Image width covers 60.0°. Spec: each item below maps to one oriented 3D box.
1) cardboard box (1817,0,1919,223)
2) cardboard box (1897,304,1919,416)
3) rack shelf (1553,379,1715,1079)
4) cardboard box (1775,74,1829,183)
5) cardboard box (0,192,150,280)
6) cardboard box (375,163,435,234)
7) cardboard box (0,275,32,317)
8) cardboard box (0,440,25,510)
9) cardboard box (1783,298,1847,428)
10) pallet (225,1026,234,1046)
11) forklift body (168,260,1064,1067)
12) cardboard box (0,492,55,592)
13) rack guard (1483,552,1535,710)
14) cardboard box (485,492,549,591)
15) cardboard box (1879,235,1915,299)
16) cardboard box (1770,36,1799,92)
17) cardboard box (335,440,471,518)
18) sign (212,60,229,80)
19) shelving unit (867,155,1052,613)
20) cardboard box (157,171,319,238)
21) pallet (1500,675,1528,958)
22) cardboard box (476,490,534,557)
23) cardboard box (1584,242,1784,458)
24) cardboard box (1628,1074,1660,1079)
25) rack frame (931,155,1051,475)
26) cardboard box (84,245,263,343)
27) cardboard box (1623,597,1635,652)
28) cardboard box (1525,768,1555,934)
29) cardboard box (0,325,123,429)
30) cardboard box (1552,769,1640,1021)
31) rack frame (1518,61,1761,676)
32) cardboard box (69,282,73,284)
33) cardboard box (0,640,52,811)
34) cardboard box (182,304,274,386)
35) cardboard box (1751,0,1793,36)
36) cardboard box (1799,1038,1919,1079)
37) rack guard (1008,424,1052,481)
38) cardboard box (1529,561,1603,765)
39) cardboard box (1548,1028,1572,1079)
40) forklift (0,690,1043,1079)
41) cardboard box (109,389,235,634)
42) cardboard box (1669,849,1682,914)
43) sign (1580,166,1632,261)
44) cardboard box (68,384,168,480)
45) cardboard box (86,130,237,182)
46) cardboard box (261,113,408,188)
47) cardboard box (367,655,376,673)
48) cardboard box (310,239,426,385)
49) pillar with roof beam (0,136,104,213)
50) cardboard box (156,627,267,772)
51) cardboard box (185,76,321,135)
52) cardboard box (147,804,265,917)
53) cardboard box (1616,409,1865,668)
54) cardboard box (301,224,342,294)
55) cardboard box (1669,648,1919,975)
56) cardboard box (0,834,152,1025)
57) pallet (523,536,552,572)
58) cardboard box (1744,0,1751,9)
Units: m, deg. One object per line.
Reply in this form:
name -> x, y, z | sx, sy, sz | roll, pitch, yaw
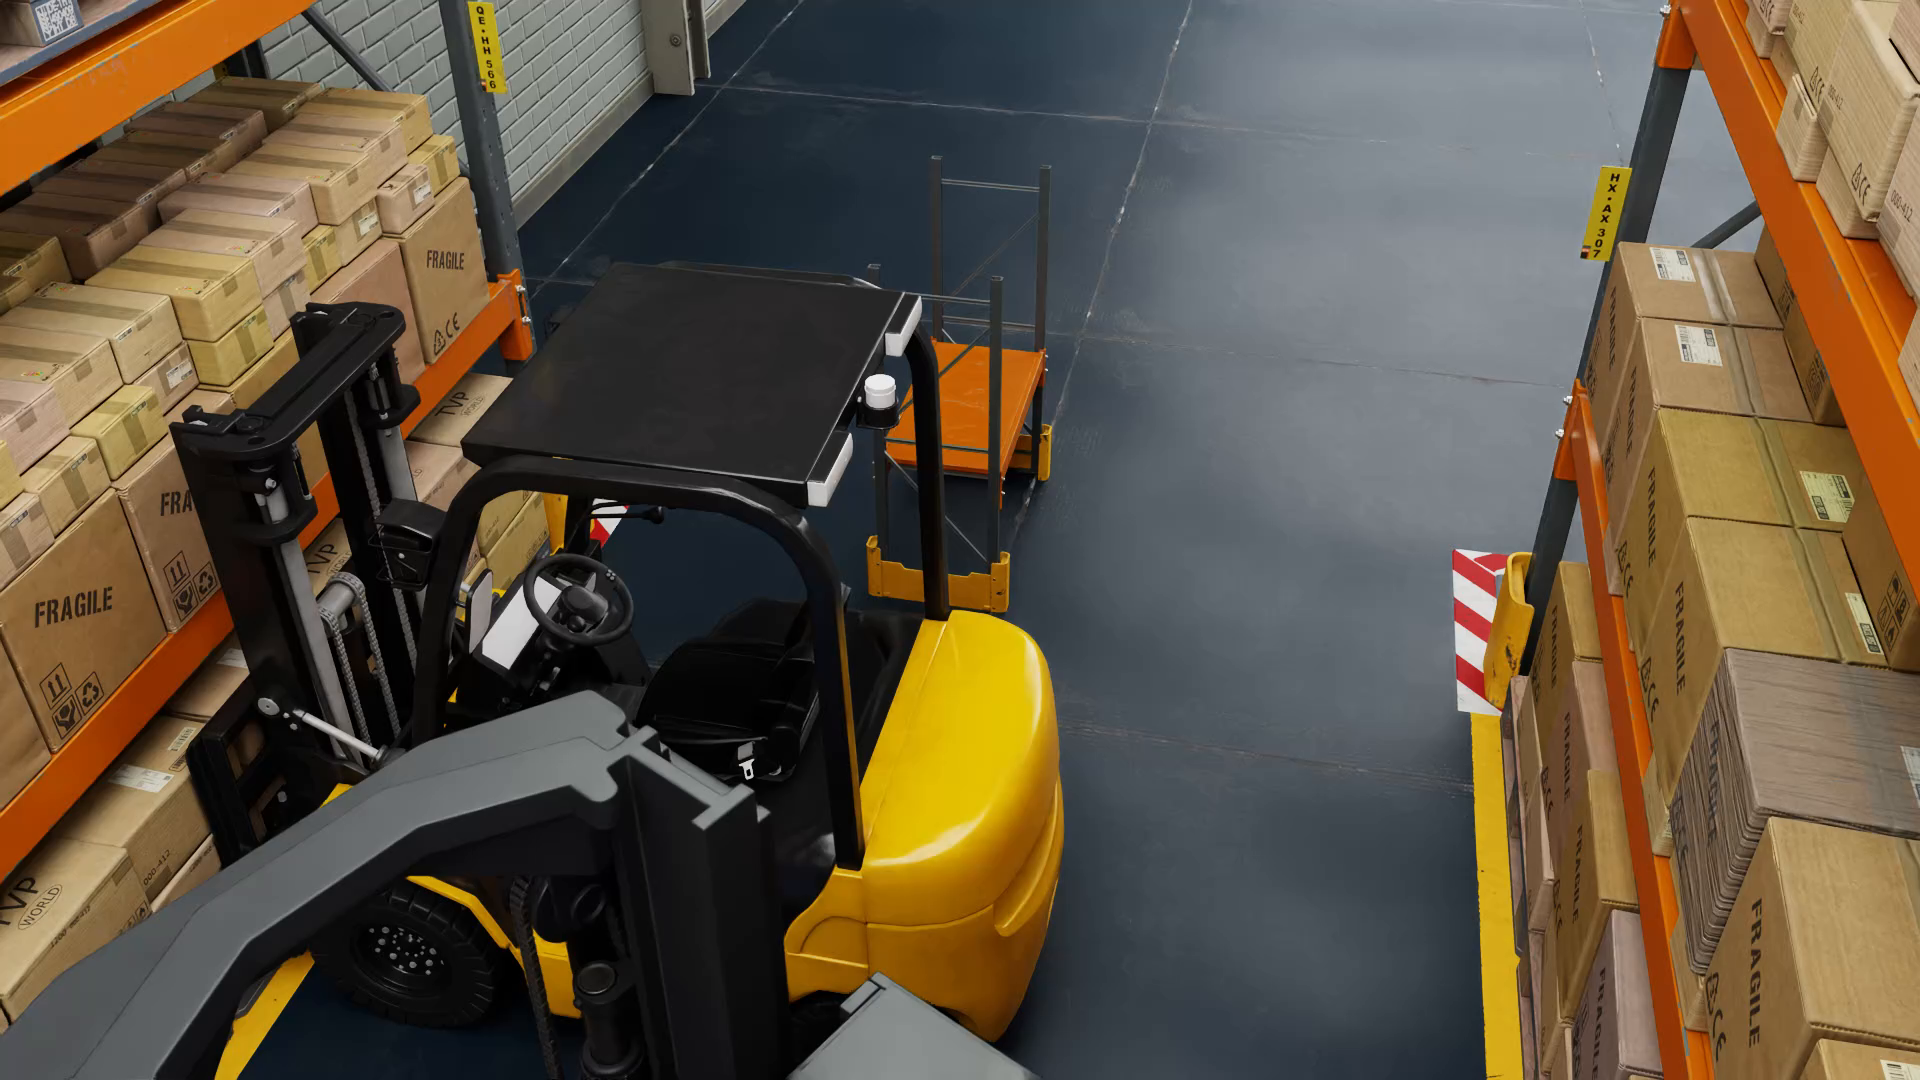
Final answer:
cardboard box -> 1.938, -0.784, 3.095 | 0.500, 0.250, 0.500 | 8, 37, 11
cardboard box -> 1.787, -0.270, 2.725 | 0.380, 0.149, 0.250 | 8, 37, 11
rack shelf -> 2.211, 0.795, 4.210 | 1.077, 0.370, 4.000 | 7, 37, 10
cardboard box -> 1.978, -0.865, 3.546 | 0.380, 0.149, 0.250 | 8, 37, 10
cardboard box -> -2.723, -0.928, 5.083 | 0.380, 0.149, 0.250 | 8, 37, 11
cardboard box -> -2.038, -1.182, 5.687 | 0.380, 0.149, 0.250 | 8, 37, 11
cardboard box -> -2.851, -0.638, 4.682 | 0.380, 0.149, 0.250 | 7, 37, 10
cardboard box -> -2.511, -0.134, 3.988 | 0.380, 0.149, 0.250 | 7, 36, 9
cardboard box -> 2.627, -0.599, 4.330 | 0.700, 0.500, 0.500 | 8, 37, 10
pallet -> -2.856, 1.709, 4.713 | 1.003, 0.211, 1.213 | 7, 37, 10
forklift body -> -0.835, 0.396, 4.870 | 2.313, 2.155, 1.214 | 7, 37, 10
cardboard box -> -2.476, -0.007, 4.065 | 0.380, 0.149, 0.250 | 7, 37, 9
rack guard -> 2.622, 0.413, 6.255 | 1.175, 0.500, 0.348 | 7, 37, 10
cardboard box -> -2.004, -0.011, 6.694 | 0.500, 0.250, 0.500 | 8, 37, 10
cardboard box -> 1.976, -0.556, 3.119 | 0.380, 0.149, 0.250 | 7, 37, 10
cardboard box -> 2.162, -1.152, 3.941 | 0.380, 0.149, 0.250 | 7, 37, 10
cardboard box -> -2.109, -0.128, 6.004 | 0.500, 0.250, 0.500 | 8, 37, 11
sign -> -2.753, -1.719, 6.260 | 0.100, 0.325, 0.005 | 7, 37, 10
shelving unit -> 0.016, -0.651, 6.870 | 0.587, 1.500, 1.083 | 7, 37, 10
cardboard box -> -2.260, -1.023, 5.214 | 0.380, 0.149, 0.250 | 8, 37, 10
pallet -> 2.414, 0.991, 5.703 | 1.003, 0.211, 1.213 | 7, 37, 10
cardboard box -> -2.011, -0.204, 6.535 | 0.500, 0.250, 0.500 | 7, 36, 9
cardboard box -> 2.266, -0.567, 5.138 | 0.500, 0.500, 0.500 | 7, 36, 9
cardboard box -> 1.755, 1.625, 3.798 | 0.500, 0.500, 0.500 | 8, 37, 11
rack frame -> 0.127, -0.948, 7.279 | 0.500, 1.500, 0.032 | 7, 37, 10
cardboard box -> -2.257, -0.711, 4.783 | 0.380, 0.149, 0.250 | 8, 37, 11
cardboard box -> 2.066, 0.208, 4.621 | 0.380, 0.149, 0.250 | 8, 37, 11
cardboard box -> 2.079, 1.020, 5.272 | 0.500, 0.250, 0.500 | 9, 37, 12
cardboard box -> -2.475, -0.433, 4.399 | 0.380, 0.149, 0.250 | 7, 37, 10
cardboard box -> 1.968, 1.025, 4.626 | 0.500, 0.500, 0.500 | 8, 37, 11
rack frame -> 2.638, -0.643, 5.581 | 1.000, 3.000, 0.127 | 7, 37, 10
cardboard box -> -2.882, -0.676, 4.989 | 0.380, 0.149, 0.250 | 9, 37, 12
cardboard box -> -2.621, 0.467, 3.964 | 0.500, 0.500, 0.500 | 8, 37, 11
cardboard box -> -2.262, -0.594, 4.875 | 0.380, 0.149, 0.250 | 8, 37, 10
cardboard box -> 2.153, -1.375, 3.909 | 0.500, 0.250, 0.500 | 7, 36, 9
cardboard box -> 1.636, 1.203, 2.695 | 0.500, 0.500, 0.500 | 6, 36, 9
rack guard -> 0.123, -0.430, 7.631 | 0.587, 0.250, 0.087 | 7, 37, 10
cardboard box -> 2.191, 0.438, 5.436 | 0.500, 0.500, 0.500 | 6, 36, 8
cardboard box -> 1.864, 1.623, 4.439 | 0.500, 0.250, 0.500 | 8, 37, 11
forklift -> -0.210, 1.762, 2.321 | 3.031, 2.935, 1.130 | 25, 43, 31
cardboard box -> -2.386, -0.109, 4.759 | 0.500, 0.500, 0.500 | 8, 37, 10
cardboard box -> 1.852, 0.804, 3.799 | 0.380, 0.149, 0.250 | 7, 36, 9
sign -> 2.108, -1.061, 5.421 | 0.100, 0.325, 0.005 | 7, 37, 10
cardboard box -> -2.392, -0.307, 4.479 | 0.380, 0.149, 0.250 | 7, 36, 9
cardboard box -> -2.624, -1.222, 5.488 | 0.380, 0.149, 0.250 | 8, 37, 11
cardboard box -> -2.105, -1.310, 5.609 | 0.380, 0.149, 0.250 | 7, 37, 10
cardboard box -> -2.218, 0.381, 5.728 | 0.500, 0.250, 0.500 | 7, 36, 9
cardboard box -> -2.180, -0.692, 5.564 | 0.500, 0.500, 0.500 | 8, 37, 11
pillar with roof beam -> 0.964, -2.866, 3.537 | 9.100, 9.000, 0.400 | 7, 37, 10
cardboard box -> -2.323, 0.452, 5.203 | 0.500, 0.250, 0.500 | 7, 36, 9
cardboard box -> -2.492, -1.521, 5.901 | 0.380, 0.149, 0.250 | 7, 36, 9
cardboard box -> -2.437, 0.957, 4.933 | 0.500, 0.250, 0.500 | 7, 37, 10
cardboard box -> 2.051, 0.022, 4.324 | 0.500, 0.500, 0.500 | 7, 36, 9
cardboard box -> -2.217, -0.900, 5.298 | 0.380, 0.149, 0.250 | 7, 37, 10
cardboard box -> 1.845, 0.609, 3.515 | 0.500, 0.500, 0.500 | 8, 37, 11
cardboard box -> -2.537, 1.039, 4.394 | 0.500, 0.250, 0.500 | 7, 37, 10
pallet -> -2.334, 0.310, 6.643 | 1.003, 0.211, 1.213 | 7, 37, 10
cardboard box -> 2.281, -1.445, 4.345 | 0.380, 0.149, 0.250 | 6, 36, 8
